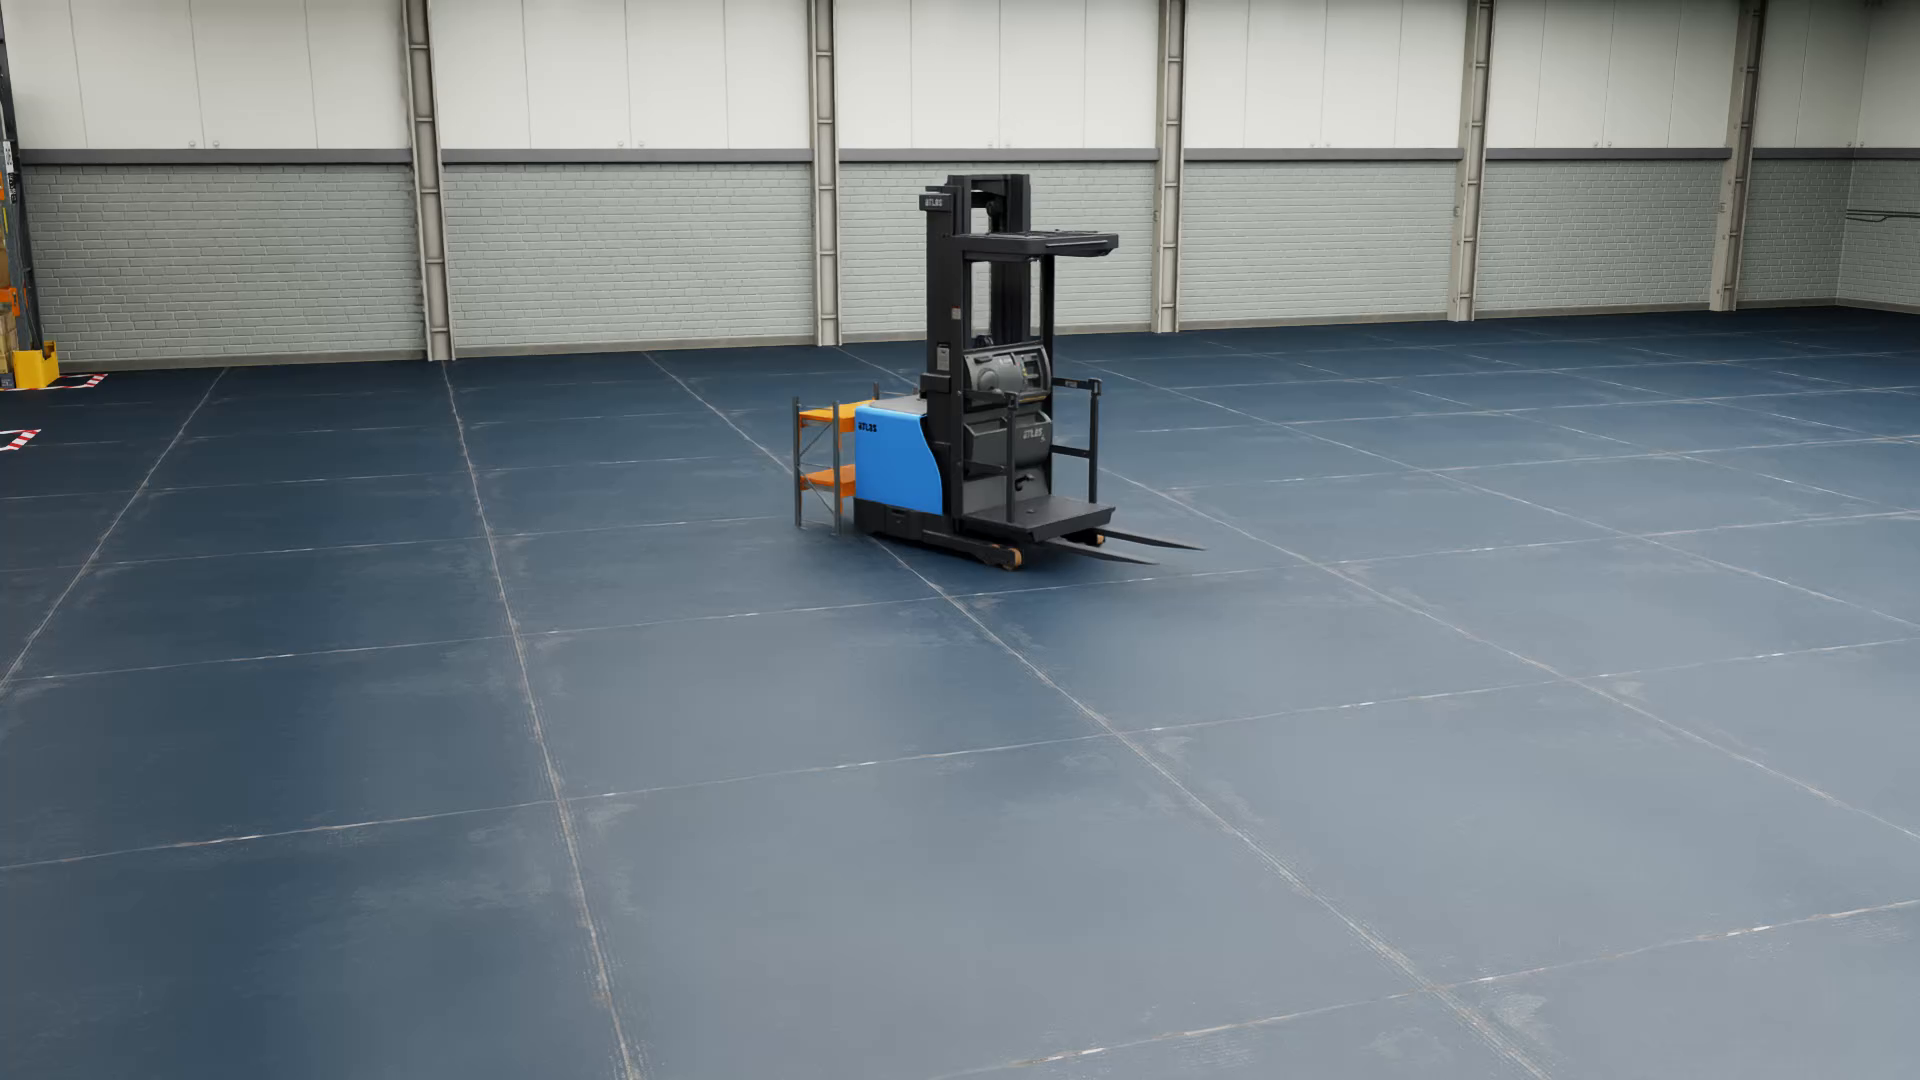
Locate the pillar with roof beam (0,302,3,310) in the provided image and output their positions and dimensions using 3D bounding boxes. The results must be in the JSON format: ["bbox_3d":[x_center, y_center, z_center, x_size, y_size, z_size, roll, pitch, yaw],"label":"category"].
[{"bbox_3d":[-12.143,-5.719,18.239,0.400,9.000,9.100,-4,14,-18],"label":"pillar with roof beam"}]

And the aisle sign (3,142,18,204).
[{"bbox_3d":[-12.413,-4.803,21.736,0.004,0.787,0.394,-4,14,-18],"label":"aisle sign"}]

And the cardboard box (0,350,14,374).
[{"bbox_3d":[-12.913,-2.361,22.120,0.500,0.250,0.500,-4,14,-18],"label":"cardboard box"}]

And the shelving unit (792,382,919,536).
[{"bbox_3d":[-0.872,-0.710,14.196,0.538,1.125,1.048,10,17,37],"label":"shelving unit"}]

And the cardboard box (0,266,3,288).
[{"bbox_3d":[-12.952,-3.553,21.881,0.500,0.500,0.500,-5,14,-19],"label":"cardboard box"}]

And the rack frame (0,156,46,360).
[{"bbox_3d":[-12.569,-3.598,22.288,0.127,3.000,1.000,-4,14,-18],"label":"rack frame"}]

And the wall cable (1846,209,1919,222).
[{"bbox_3d":[18.131,-7.294,31.571,0.112,2.526,3.097,-4,14,-18],"label":"wall cable"}]

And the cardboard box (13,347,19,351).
[{"bbox_3d":[-13.097,-2.471,22.585,0.500,0.250,0.500,-4,14,-18],"label":"cardboard box"}]

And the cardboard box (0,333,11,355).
[{"bbox_3d":[-12.930,-2.603,22.060,0.500,0.250,0.500,-5,14,-19],"label":"cardboard box"}]

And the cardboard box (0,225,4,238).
[{"bbox_3d":[-12.955,-4.129,22.259,0.250,0.149,0.380,-5,14,-19],"label":"cardboard box"}]

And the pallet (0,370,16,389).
[{"bbox_3d":[-13.280,-2.176,22.334,1.213,0.211,1.003,-4,14,-18],"label":"pallet"}]

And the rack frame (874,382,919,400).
[{"bbox_3d":[-0.555,-0.802,14.582,0.500,1.125,0.032,10,17,37],"label":"rack frame"}]

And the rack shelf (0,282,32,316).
[{"bbox_3d":[-14.464,-3.101,21.750,4.000,0.370,1.077,-4,14,-18],"label":"rack shelf"}]

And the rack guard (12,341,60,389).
[{"bbox_3d":[-12.546,-2.384,22.584,0.348,0.500,1.175,-4,14,-18],"label":"rack guard"}]

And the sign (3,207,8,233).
[{"bbox_3d":[-12.409,-4.157,21.622,0.005,0.325,0.100,-4,14,-18],"label":"sign"}]

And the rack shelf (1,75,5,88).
[{"bbox_3d":[-14.464,-5.825,21.102,4.000,0.370,1.077,-4,14,-18],"label":"rack shelf"}]

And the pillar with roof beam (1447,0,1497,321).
[{"bbox_3d":[10.603,-7.490,25.686,0.400,9.000,9.100,-4,14,-18],"label":"pillar with roof beam"}]

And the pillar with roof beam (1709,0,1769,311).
[{"bbox_3d":[16.290,-7.933,27.547,0.400,9.000,9.100,-4,14,-18],"label":"pillar with roof beam"}]

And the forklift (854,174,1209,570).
[{"bbox_3d":[0.532,-1.333,12.912,3.031,2.935,1.130,12,18,42],"label":"forklift"}]

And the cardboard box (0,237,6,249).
[{"bbox_3d":[-12.973,-3.994,22.335,0.250,0.149,0.380,-5,14,-20],"label":"cardboard box"}]

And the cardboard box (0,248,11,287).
[{"bbox_3d":[-13.127,-3.671,22.378,0.500,0.500,0.500,-4,14,-16],"label":"cardboard box"}]

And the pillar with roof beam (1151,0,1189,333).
[{"bbox_3d":[4.917,-7.047,23.824,0.400,9.000,9.100,-4,14,-18],"label":"pillar with roof beam"}]

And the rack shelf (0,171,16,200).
[{"bbox_3d":[-14.464,-4.560,21.403,4.000,0.370,1.077,-4,14,-18],"label":"rack shelf"}]

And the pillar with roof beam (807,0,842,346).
[{"bbox_3d":[-0.770,-6.604,21.962,0.400,9.000,9.100,-4,14,-18],"label":"pillar with roof beam"}]

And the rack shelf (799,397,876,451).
[{"bbox_3d":[-0.872,-0.994,14.128,0.538,0.278,1.000,10,17,37],"label":"rack shelf"}]

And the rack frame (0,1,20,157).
[{"bbox_3d":[-12.569,-6.517,21.593,0.127,3.000,1.000,-4,14,-18],"label":"rack frame"}]

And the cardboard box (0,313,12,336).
[{"bbox_3d":[-12.906,-2.849,22.011,0.500,0.250,0.500,-4,14,-16],"label":"cardboard box"}]

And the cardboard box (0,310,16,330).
[{"bbox_3d":[-13.085,-2.957,22.467,0.500,0.250,0.500,-5,14,-19],"label":"cardboard box"}]

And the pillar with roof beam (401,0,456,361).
[{"bbox_3d":[-6.457,-6.162,20.101,0.400,9.000,9.100,-4,14,-18],"label":"pillar with roof beam"}]

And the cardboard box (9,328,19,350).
[{"bbox_3d":[-13.081,-2.719,22.545,0.500,0.250,0.500,-4,14,-17],"label":"cardboard box"}]

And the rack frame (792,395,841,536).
[{"bbox_3d":[-1.190,-0.618,13.809,0.500,1.125,0.032,10,17,37],"label":"rack frame"}]

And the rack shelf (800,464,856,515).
[{"bbox_3d":[-0.872,-0.472,14.252,0.538,0.278,1.000,10,17,37],"label":"rack shelf"}]
